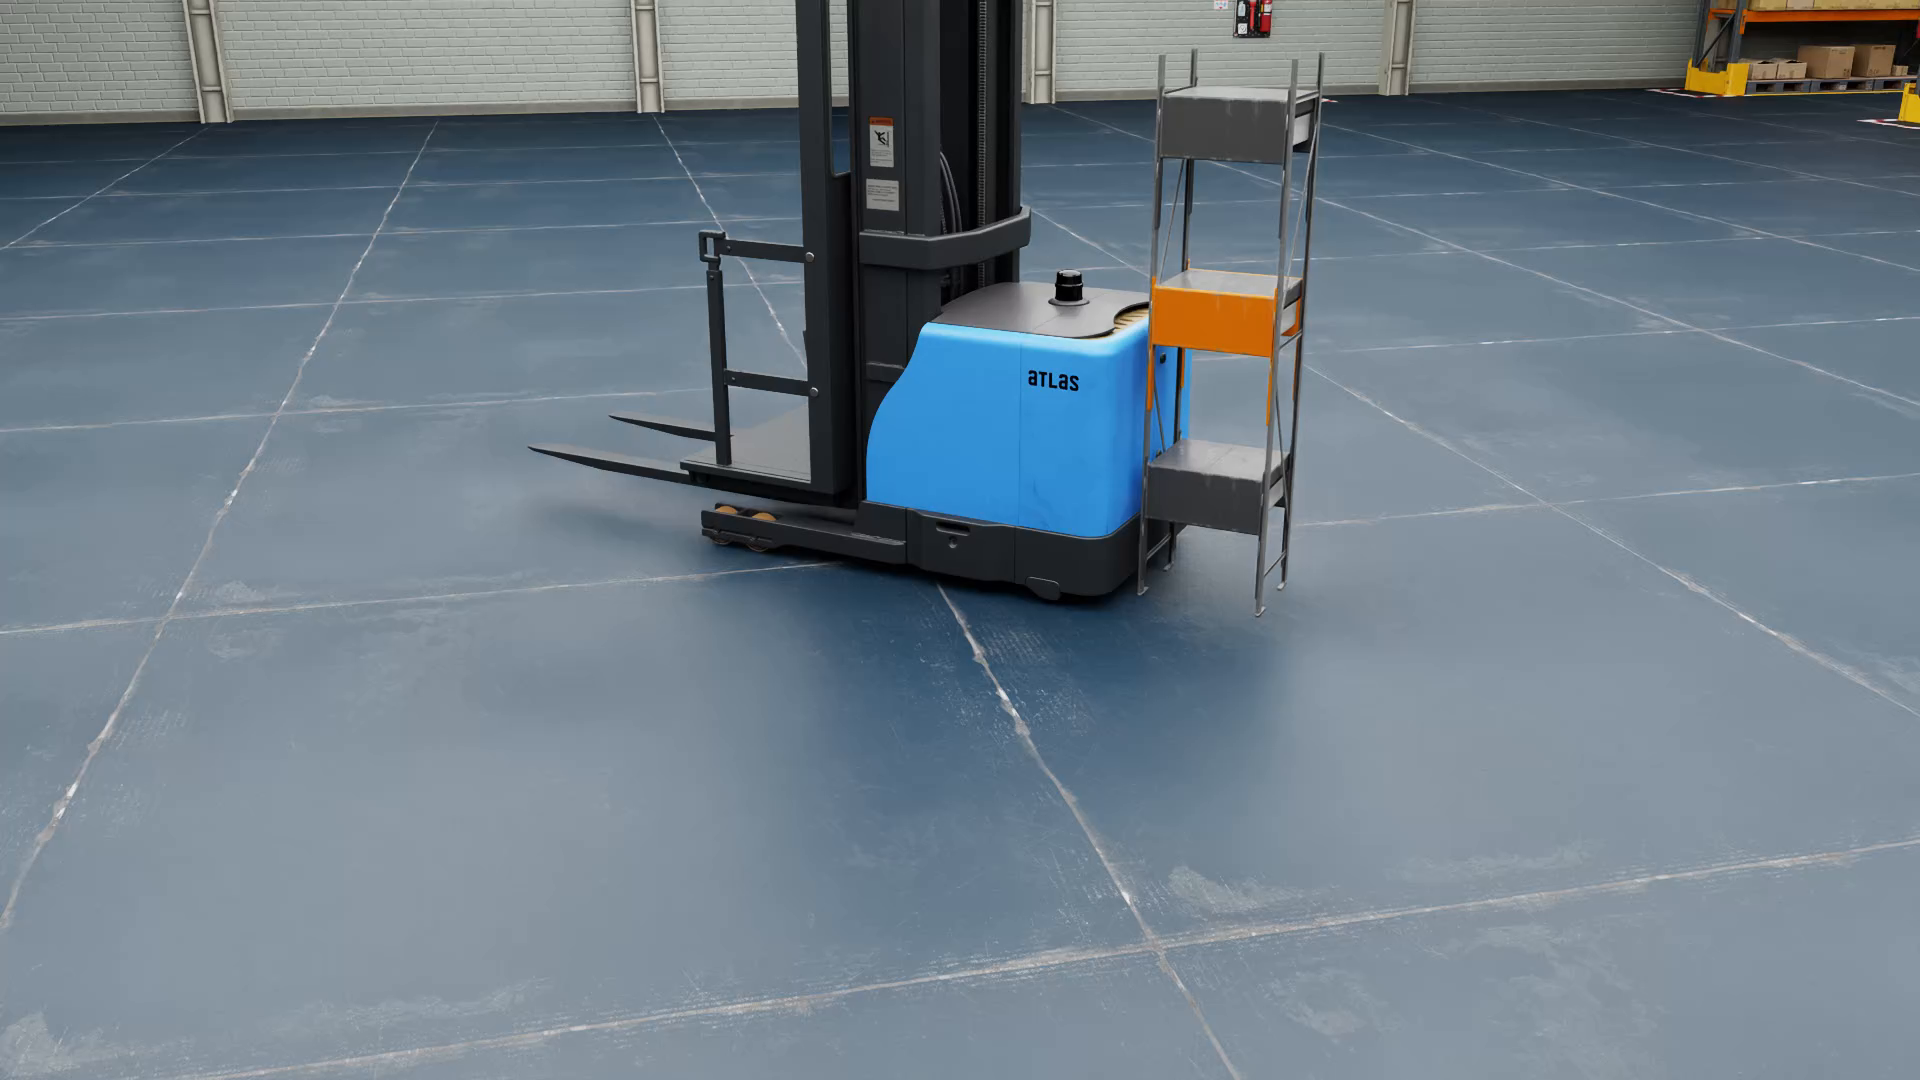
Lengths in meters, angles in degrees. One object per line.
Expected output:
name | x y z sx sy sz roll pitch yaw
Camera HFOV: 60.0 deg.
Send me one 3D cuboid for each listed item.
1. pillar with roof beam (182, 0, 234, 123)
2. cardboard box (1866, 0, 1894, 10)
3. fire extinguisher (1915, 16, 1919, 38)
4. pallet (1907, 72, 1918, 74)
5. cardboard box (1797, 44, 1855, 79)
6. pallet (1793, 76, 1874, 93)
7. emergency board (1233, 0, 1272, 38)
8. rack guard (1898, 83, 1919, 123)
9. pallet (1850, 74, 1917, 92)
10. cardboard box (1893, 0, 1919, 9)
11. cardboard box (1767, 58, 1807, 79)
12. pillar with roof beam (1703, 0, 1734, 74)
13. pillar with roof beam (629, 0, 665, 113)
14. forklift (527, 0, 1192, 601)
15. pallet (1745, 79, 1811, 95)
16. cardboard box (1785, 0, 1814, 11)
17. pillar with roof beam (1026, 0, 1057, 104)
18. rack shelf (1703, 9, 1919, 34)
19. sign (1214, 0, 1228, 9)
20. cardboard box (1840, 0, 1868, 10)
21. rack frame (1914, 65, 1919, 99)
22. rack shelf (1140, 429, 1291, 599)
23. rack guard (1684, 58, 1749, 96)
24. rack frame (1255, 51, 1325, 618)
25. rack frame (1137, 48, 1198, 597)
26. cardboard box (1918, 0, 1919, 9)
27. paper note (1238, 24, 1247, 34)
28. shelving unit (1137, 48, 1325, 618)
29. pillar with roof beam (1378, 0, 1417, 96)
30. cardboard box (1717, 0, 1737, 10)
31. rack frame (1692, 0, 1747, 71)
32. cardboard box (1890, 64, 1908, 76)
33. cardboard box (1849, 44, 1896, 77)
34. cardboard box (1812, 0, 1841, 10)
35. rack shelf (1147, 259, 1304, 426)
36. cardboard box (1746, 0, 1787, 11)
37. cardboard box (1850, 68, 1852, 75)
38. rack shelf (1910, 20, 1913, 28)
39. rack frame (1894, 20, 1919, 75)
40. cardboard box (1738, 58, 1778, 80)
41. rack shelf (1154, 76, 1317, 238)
pillar with roof beam | -9.434 -8.661 17.876 0.400 9.000 9.100 -5 21 -12
cardboard box | 14.978 -8.875 27.370 0.500 0.250 0.500 -5 21 -13
fire extinguisher | 13.371 -7.292 22.972 0.183 0.674 0.296 -5 21 -12
pallet | 17.099 -7.909 28.599 1.213 0.211 1.003 -5 21 -12
cardboard box | 14.423 -7.984 27.743 0.500 0.500 0.700 -6 21 -16
pallet | 14.507 -7.684 27.985 1.213 0.211 1.003 -5 21 -12
emergency board | 4.679 -8.527 26.232 0.643 1.169 0.194 -5 21 -12
rack guard | 13.569 -6.006 22.985 0.348 0.500 1.175 -5 21 -12
pallet | 15.696 -7.782 28.252 1.213 0.211 1.003 -5 21 -12
cardboard box | 15.464 -8.920 27.493 0.500 0.250 0.500 -5 21 -12
cardboard box | 13.698 -7.854 27.663 0.500 0.311 0.500 -3 20 -8
pillar with roof beam | 13.922 -10.561 23.062 0.400 9.000 9.100 -5 21 -12
pillar with roof beam | -3.595 -9.136 19.172 0.400 9.000 9.100 -5 21 -12
forklift | -0.554 -1.474 7.078 3.031 2.935 1.130 10 22 25
pallet | 13.322 -7.589 27.725 1.213 0.211 1.003 -5 21 -12
cardboard box | 13.499 -8.757 27.049 0.500 0.250 0.500 -5 21 -14
pillar with roof beam | 2.244 -9.611 20.469 0.400 9.000 9.100 -5 21 -12
rack shelf | 14.396 -8.660 27.642 4.000 0.370 1.077 -5 21 -12
sign | 4.117 -8.535 26.200 0.234 0.329 0.001 -5 21 -12
cardboard box | 14.489 -8.835 27.260 0.500 0.250 0.500 -4 21 -12
rack frame | 13.593 -7.182 22.560 0.127 3.000 1.000 -5 21 -12
rack shelf | 1.027 -0.113 6.644 0.480 0.518 0.431 10 22 24
rack guard | 12.523 -7.672 27.532 0.348 0.500 1.175 -5 21 -12
rack frame | 1.247 -0.746 6.298 0.015 2.100 0.400 10 22 24
rack frame | 0.808 -0.819 6.499 0.015 2.100 0.400 10 22 24
cardboard box | 15.951 -8.956 27.593 0.500 0.250 0.500 -5 21 -12
paper note | 4.491 -8.123 26.408 0.142 0.148 0.016 -5 21 -12
shelving unit | 1.027 -0.783 6.398 0.503 2.100 0.431 10 22 24
pillar with roof beam | 8.083 -10.086 21.765 0.400 9.000 9.100 -5 21 -12
cardboard box | 12.859 -8.881 27.386 0.500 0.250 0.500 -4 21 -12
rack frame | 12.449 -8.840 27.086 0.127 3.000 1.000 -5 21 -12
cardboard box | 15.828 -7.980 28.219 0.250 0.166 0.380 -7 21 -20
cardboard box | 15.341 -8.094 28.043 0.500 0.500 0.500 -6 21 -17
cardboard box | 13.996 -8.795 27.153 0.500 0.250 0.500 -5 21 -13
rack shelf | 1.027 -0.770 6.403 0.480 0.518 0.431 10 22 24
cardboard box | 12.997 -8.711 26.923 0.500 0.250 0.500 -5 21 -14
cardboard box | 14.781 -7.905 28.037 0.250 0.149 0.380 -6 21 -17
rack shelf | 18.288 -8.977 28.506 4.000 0.370 1.077 -5 21 -12
rack frame | 16.342 -9.156 27.950 0.127 3.000 1.000 -5 21 -12
cardboard box | 13.143 -7.809 27.540 0.500 0.311 0.500 -7 21 -19
rack shelf | 1.027 -1.427 6.162 0.480 0.518 0.431 10 22 24
